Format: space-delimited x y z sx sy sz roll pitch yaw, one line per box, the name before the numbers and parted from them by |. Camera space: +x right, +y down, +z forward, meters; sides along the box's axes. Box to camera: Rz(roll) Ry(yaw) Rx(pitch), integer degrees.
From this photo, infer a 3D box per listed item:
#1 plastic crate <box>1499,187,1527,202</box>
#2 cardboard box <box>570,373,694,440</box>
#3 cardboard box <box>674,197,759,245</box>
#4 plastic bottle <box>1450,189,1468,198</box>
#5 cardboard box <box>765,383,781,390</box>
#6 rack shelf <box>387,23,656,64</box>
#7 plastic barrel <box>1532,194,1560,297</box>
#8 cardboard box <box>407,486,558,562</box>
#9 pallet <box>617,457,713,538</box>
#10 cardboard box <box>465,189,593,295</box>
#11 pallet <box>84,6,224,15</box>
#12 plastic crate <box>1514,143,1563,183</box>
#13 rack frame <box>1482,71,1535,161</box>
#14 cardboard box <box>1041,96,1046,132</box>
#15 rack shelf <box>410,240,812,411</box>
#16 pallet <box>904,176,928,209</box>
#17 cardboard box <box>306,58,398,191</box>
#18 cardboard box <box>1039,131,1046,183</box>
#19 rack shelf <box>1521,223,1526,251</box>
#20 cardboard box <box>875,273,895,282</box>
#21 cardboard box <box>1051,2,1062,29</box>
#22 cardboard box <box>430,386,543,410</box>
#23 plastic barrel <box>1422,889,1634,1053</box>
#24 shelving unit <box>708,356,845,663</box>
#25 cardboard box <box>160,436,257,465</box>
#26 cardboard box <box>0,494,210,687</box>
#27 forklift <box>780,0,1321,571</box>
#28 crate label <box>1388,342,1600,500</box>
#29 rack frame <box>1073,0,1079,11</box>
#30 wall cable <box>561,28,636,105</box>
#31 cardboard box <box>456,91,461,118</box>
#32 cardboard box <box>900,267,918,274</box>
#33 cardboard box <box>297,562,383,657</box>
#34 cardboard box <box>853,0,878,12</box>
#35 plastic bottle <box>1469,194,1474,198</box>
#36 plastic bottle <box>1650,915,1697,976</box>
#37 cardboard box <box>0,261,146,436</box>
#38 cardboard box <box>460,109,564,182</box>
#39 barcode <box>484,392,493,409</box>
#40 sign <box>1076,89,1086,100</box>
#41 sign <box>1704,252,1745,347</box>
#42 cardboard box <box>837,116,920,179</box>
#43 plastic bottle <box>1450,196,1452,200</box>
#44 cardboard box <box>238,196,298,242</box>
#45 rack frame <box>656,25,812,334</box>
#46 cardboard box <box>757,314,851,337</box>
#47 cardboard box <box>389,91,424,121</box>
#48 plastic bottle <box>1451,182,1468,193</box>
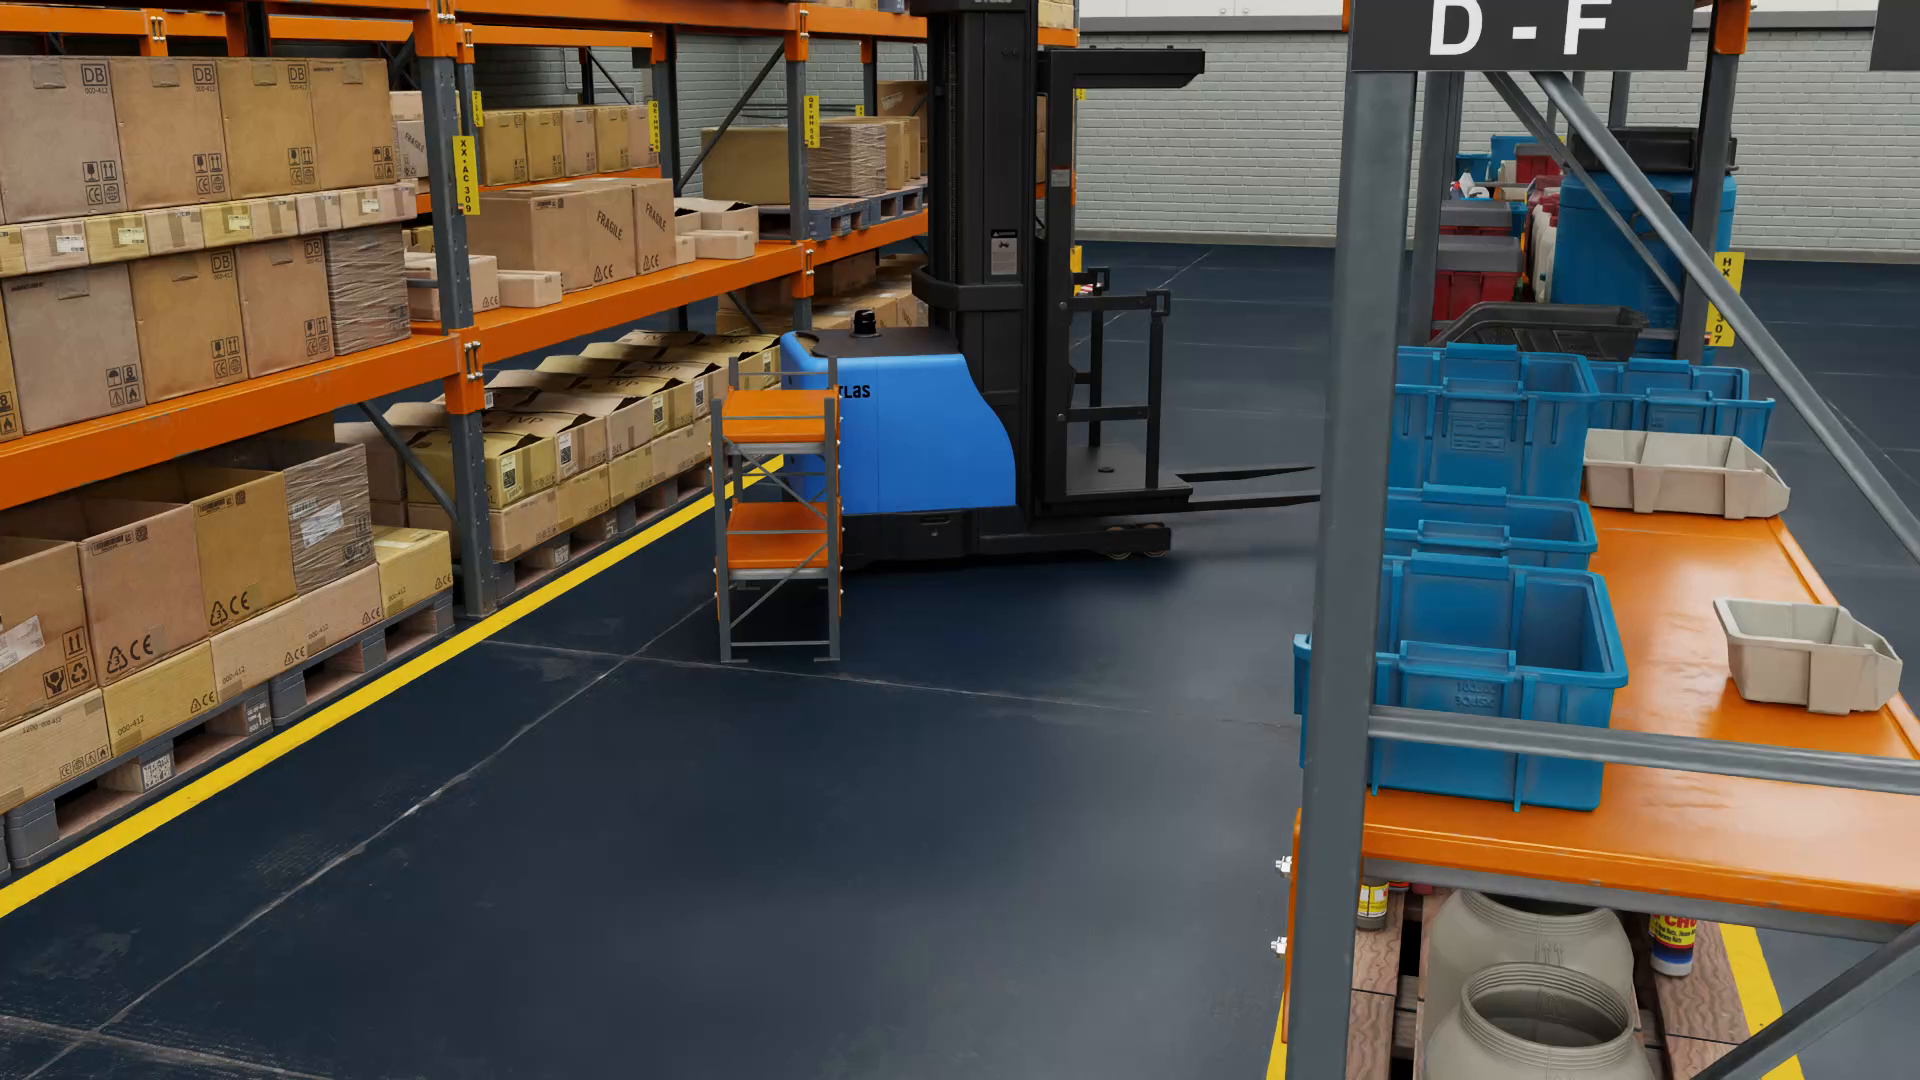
plastic crate | 4.666 -2.853 13.764 0.396 0.136 0.243 5 16 16
cardboard box | -1.833 -0.773 9.298 0.500 0.311 0.500 5 17 17
cardboard box | -1.633 -2.044 10.703 0.500 0.311 0.500 6 17 19
plastic bottle | 3.571 -2.386 11.972 0.152 0.276 0.135 5 16 16
cardboard box | -1.403 -0.902 10.780 0.500 0.250 0.500 5 17 17
rack shelf | -4.533 -5.229 17.588 1.077 0.370 4.000 5 16 16
plastic barrel | 2.937 -1.351 7.847 0.433 0.535 0.433 0 16 0
cardboard box | -2.272 -0.098 7.947 0.500 0.250 0.500 4 16 15
pallet | -2.108 -0.307 9.525 1.003 0.211 1.213 5 16 16
cardboard box | -2.241 -1.518 8.501 0.500 0.500 0.500 6 17 20
pallet | -6.106 -4.087 12.590 1.213 0.211 1.003 5 17 18
plastic crate | 4.891 -3.114 14.084 0.402 0.464 0.583 5 16 16
rack frame | 5.537 -3.887 17.035 0.949 2.616 0.053 5 16 16
cardboard box | 0.637 -4.395 16.812 0.500 0.500 0.500 5 17 17
rack shelf | -2.056 -1.310 9.268 1.077 0.370 4.000 5 16 16
pallet | -0.683 -2.932 14.023 1.003 0.211 1.213 5 16 16
cardboard box | -2.745 -1.688 6.723 0.700 0.500 0.500 5 17 16
cardboard box | 0.628 -3.916 16.954 0.500 0.500 0.500 5 17 16
rack shelf | 3.829 -1.971 11.600 1.077 0.370 4.000 5 16 16
cardboard box | -0.863 -1.986 14.110 0.500 0.500 0.500 5 17 17
cardboard box | 0.740 -5.358 17.000 0.500 0.250 0.500 5 16 16
cardboard box | -2.498 -0.677 8.959 0.500 0.311 0.500 5 16 16
plastic barrel | 1.243 0.985 3.650 0.421 0.512 0.421 0 16 0
shelving unit | -0.789 -0.169 7.364 0.538 1.125 1.048 -1 16 -3
cardboard box | -3.191 -0.144 6.735 0.500 0.500 0.500 5 16 16
cardboard box | -2.967 0.159 5.668 0.500 0.500 0.500 5 16 16
forklift | 0.608 -1.447 8.560 3.031 2.935 1.130 -3 16 -12
crate label | 1.251 -0.220 4.044 0.502 0.435 0.616 5 16 16
rack frame | 0.786 -7.158 17.575 1.000 3.000 0.127 5 16 16
wall cable | -4.508 -5.552 21.045 0.084 1.984 1.851 5 16 16
cardboard box | -4.989 -4.028 15.395 0.500 0.250 0.500 5 17 17
cardboard box | -0.217 -2.083 14.451 0.500 0.500 0.500 5 16 16
cardboard box | -2.698 0.257 6.697 0.500 0.250 0.500 5 16 16
cardboard box | -1.103 -4.056 11.953 0.910 0.500 0.500 5 16 16
plastic bottle | 3.482 -2.213 11.348 0.061 0.283 0.133 5 16 16
plastic bottle | 1.801 0.950 4.177 0.097 0.271 0.097 0 16 0
cardboard box | -3.179 -0.660 5.477 0.700 0.500 0.500 5 17 18
cardboard box | -4.719 -4.084 17.182 0.980 0.700 0.700 4 16 14
barcode | -2.153 -0.638 7.596 0.001 0.075 0.075 5 16 16
sign | 1.312 -4.933 18.022 0.100 0.325 0.005 5 16 16
sign | 2.648 -0.835 5.769 0.100 0.325 0.005 5 16 16
cardboard box | -0.700 -3.369 14.257 0.700 0.500 0.500 -1 16 -3
plastic bottle | 3.291 -2.176 11.217 0.061 0.283 0.133 5 16 16
cardboard box | -2.714 -1.203 6.201 0.380 0.149 0.250 5 16 16
rack frame | -1.488 -2.179 11.014 1.000 3.000 0.127 5 16 16
cardboard box | -1.084 -1.285 11.637 0.500 0.500 0.500 5 17 18
cardboard box | -5.144 -3.895 14.926 0.500 0.250 0.500 5 17 17
plastic bottle | 3.796 -2.593 12.703 0.152 0.276 0.135 5 16 16
